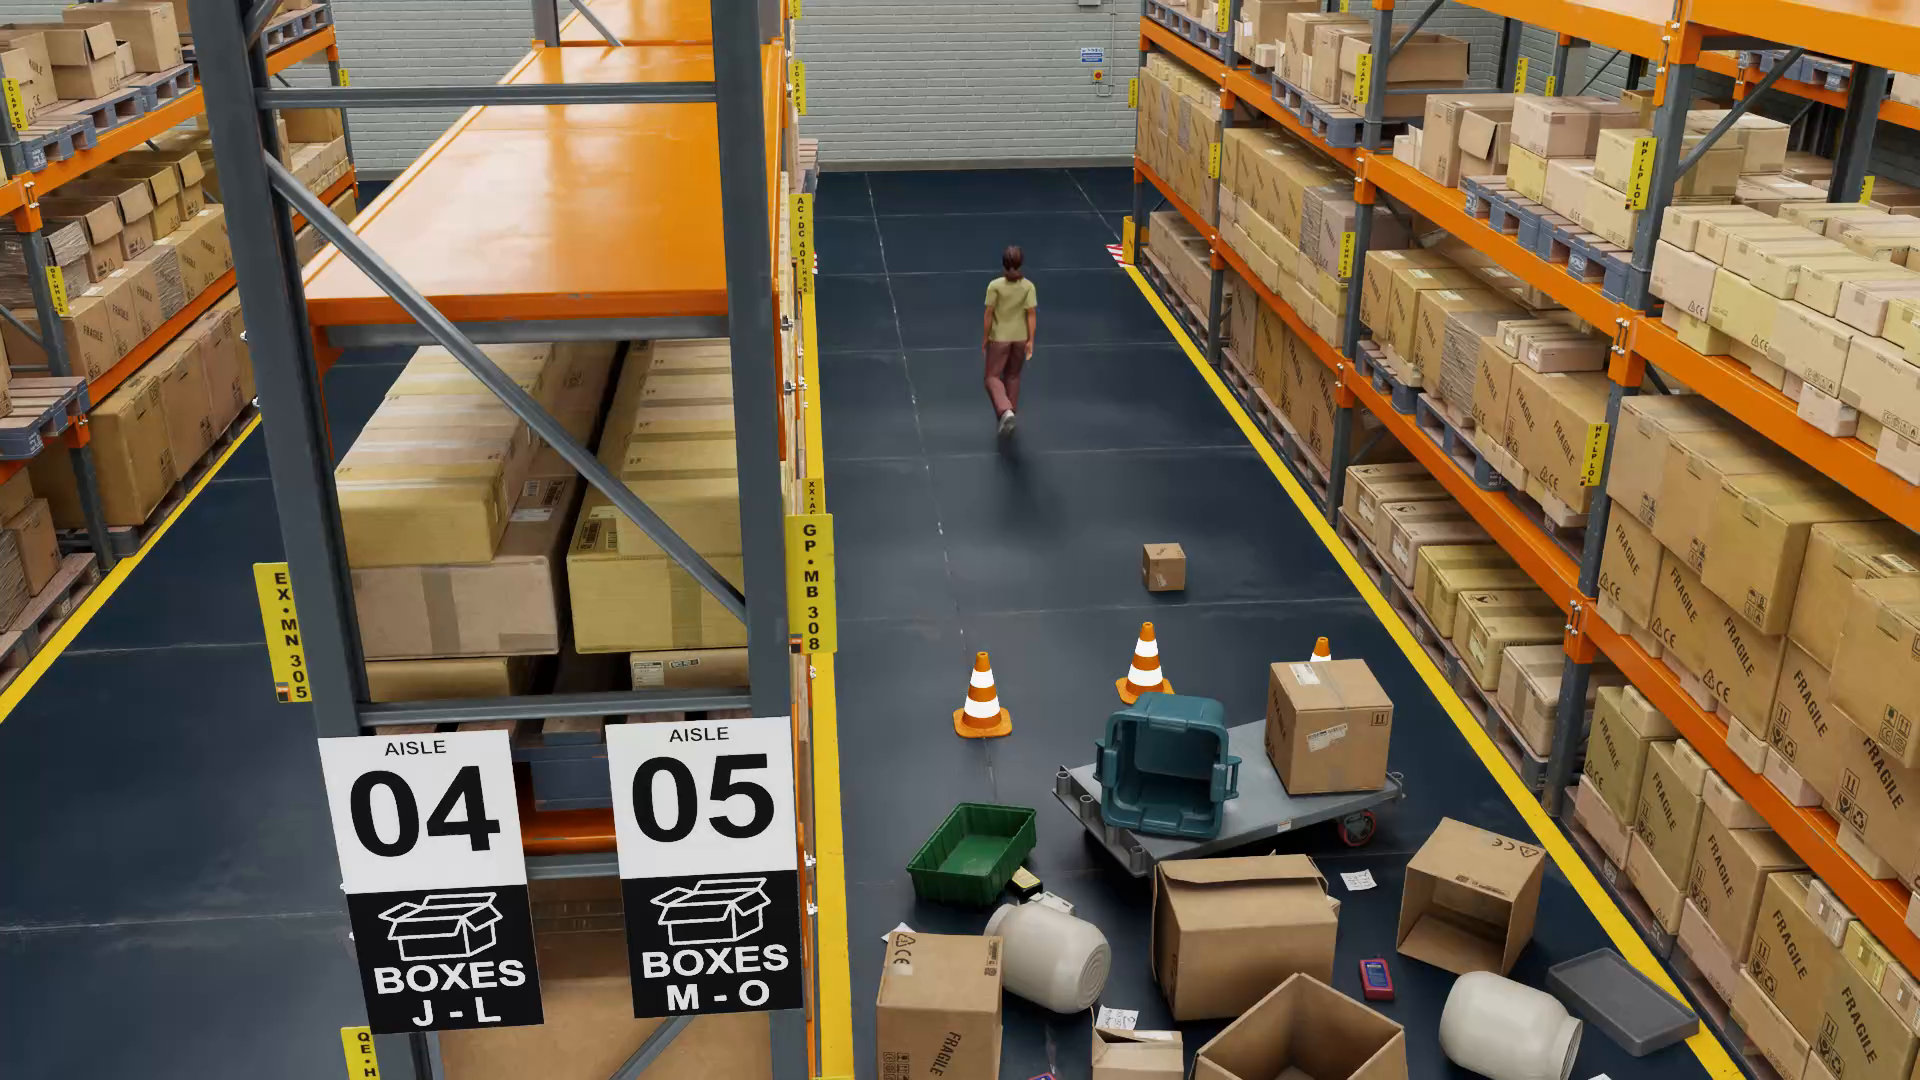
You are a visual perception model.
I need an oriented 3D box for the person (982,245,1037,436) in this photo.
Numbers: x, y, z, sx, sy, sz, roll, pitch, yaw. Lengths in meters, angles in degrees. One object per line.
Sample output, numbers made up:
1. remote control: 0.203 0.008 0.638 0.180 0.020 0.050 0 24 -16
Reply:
1. person: 0.420 -1.677 14.077 0.446 1.645 0.784 -5 24 -12
